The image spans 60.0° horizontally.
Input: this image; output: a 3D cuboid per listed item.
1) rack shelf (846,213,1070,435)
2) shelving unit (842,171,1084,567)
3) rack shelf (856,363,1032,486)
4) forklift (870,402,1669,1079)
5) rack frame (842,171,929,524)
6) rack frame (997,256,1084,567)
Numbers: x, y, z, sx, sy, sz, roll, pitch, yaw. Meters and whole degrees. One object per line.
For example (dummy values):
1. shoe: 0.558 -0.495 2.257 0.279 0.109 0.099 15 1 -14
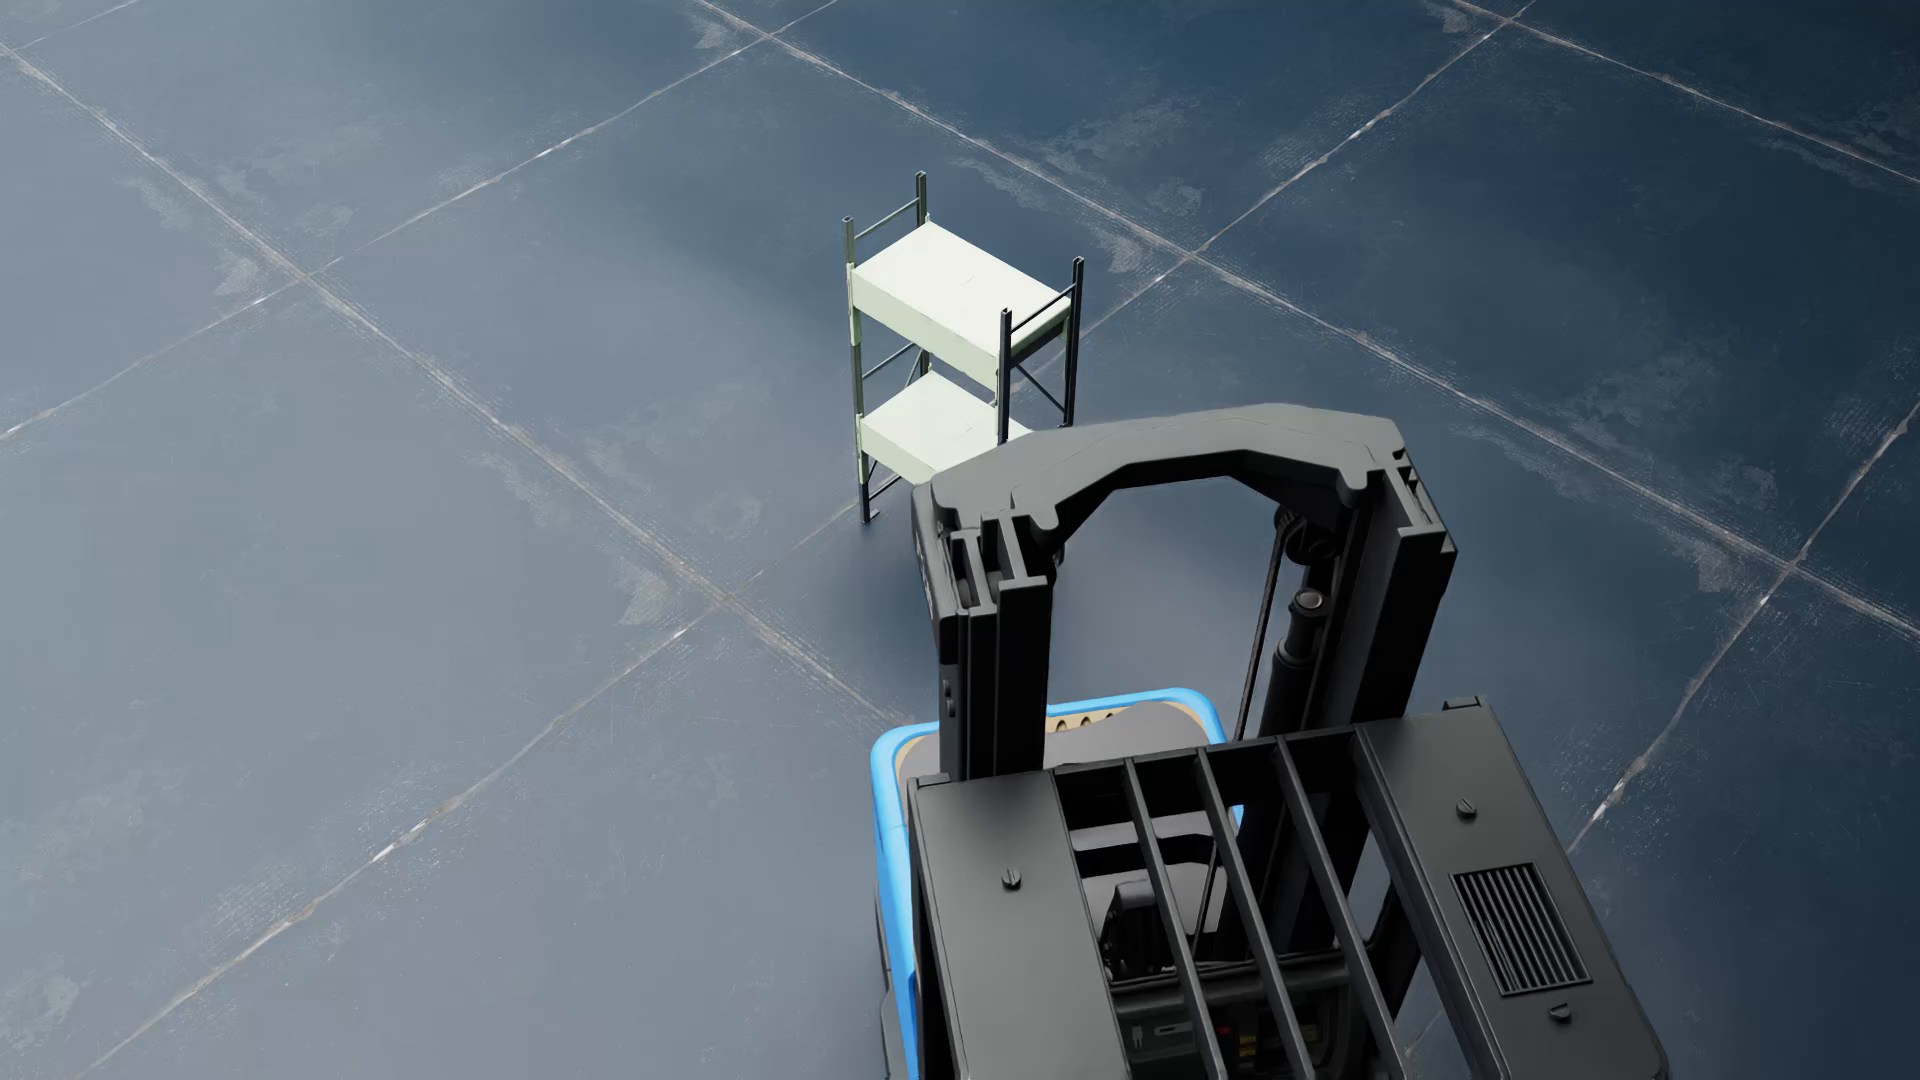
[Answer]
1. rack shelf: 0.005 -0.777 5.916 0.720 0.370 0.431 34 55 28
2. shelving unit: 0.005 -0.510 6.200 0.755 1.500 0.431 34 55 28
3. rack shelf: 0.005 -0.287 6.438 0.720 0.370 0.431 34 55 28
4. forklift: 0.492 1.275 3.542 1.130 2.935 3.031 -7 47 -7
5. rack frame: -0.264 -0.691 6.370 0.023 1.500 0.400 34 55 28
6. rack frame: 0.274 -0.329 6.030 0.023 1.500 0.400 34 55 28
